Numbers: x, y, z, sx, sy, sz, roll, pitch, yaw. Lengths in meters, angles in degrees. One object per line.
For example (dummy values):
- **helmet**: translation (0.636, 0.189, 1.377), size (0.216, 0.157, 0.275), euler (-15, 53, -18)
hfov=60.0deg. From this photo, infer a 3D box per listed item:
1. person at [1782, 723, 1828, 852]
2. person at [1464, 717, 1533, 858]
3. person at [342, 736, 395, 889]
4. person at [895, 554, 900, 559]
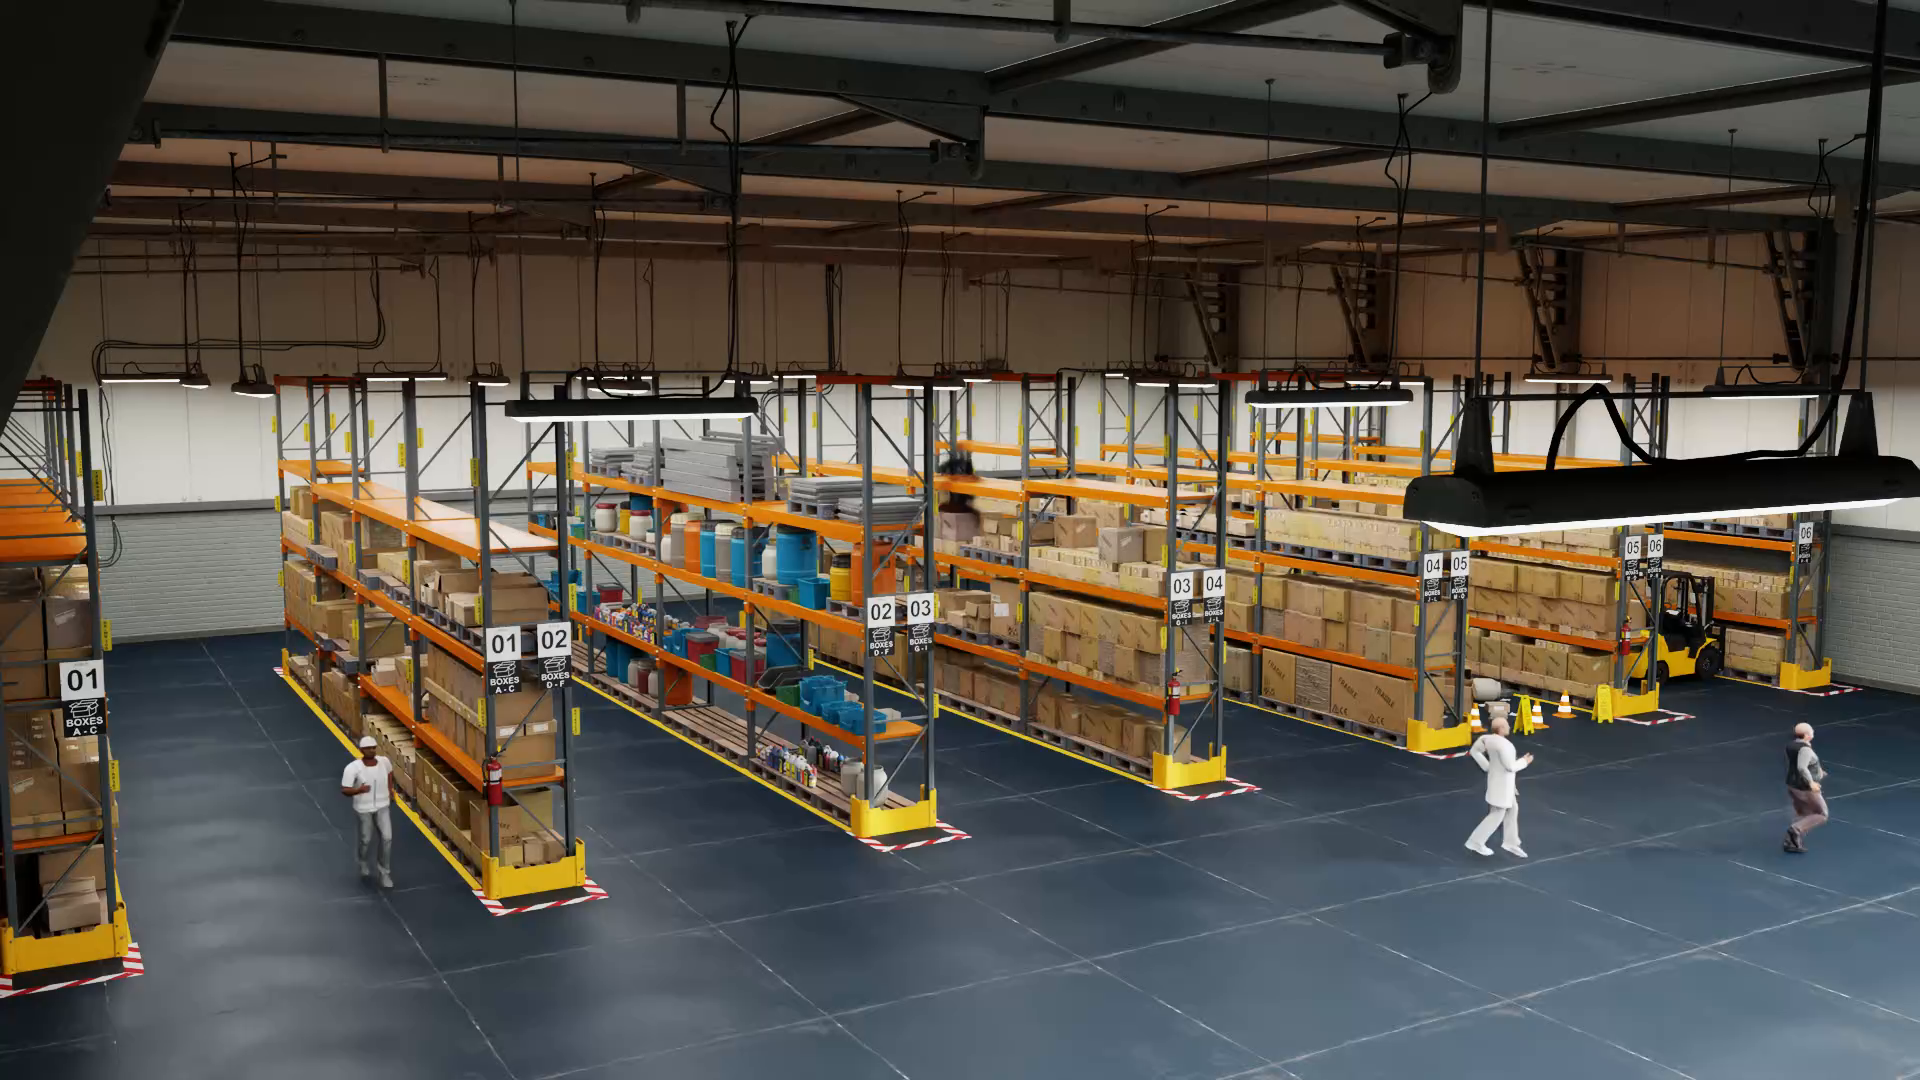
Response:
- **person**: translation (10.834, 3.173, 21.270), size (0.566, 1.682, 0.650), euler (0, 6, -1)
- **person**: translation (6.803, 3.134, 20.997), size (0.851, 1.817, 0.688), euler (0, 6, -1)
- **person**: translation (-7.089, 3.259, 20.026), size (0.677, 1.823, 0.737), euler (-4, 8, -34)
- **person**: translation (-1.611, 1.118, 40.722), size (0.543, 1.521, 0.543), euler (3, 7, 26)
